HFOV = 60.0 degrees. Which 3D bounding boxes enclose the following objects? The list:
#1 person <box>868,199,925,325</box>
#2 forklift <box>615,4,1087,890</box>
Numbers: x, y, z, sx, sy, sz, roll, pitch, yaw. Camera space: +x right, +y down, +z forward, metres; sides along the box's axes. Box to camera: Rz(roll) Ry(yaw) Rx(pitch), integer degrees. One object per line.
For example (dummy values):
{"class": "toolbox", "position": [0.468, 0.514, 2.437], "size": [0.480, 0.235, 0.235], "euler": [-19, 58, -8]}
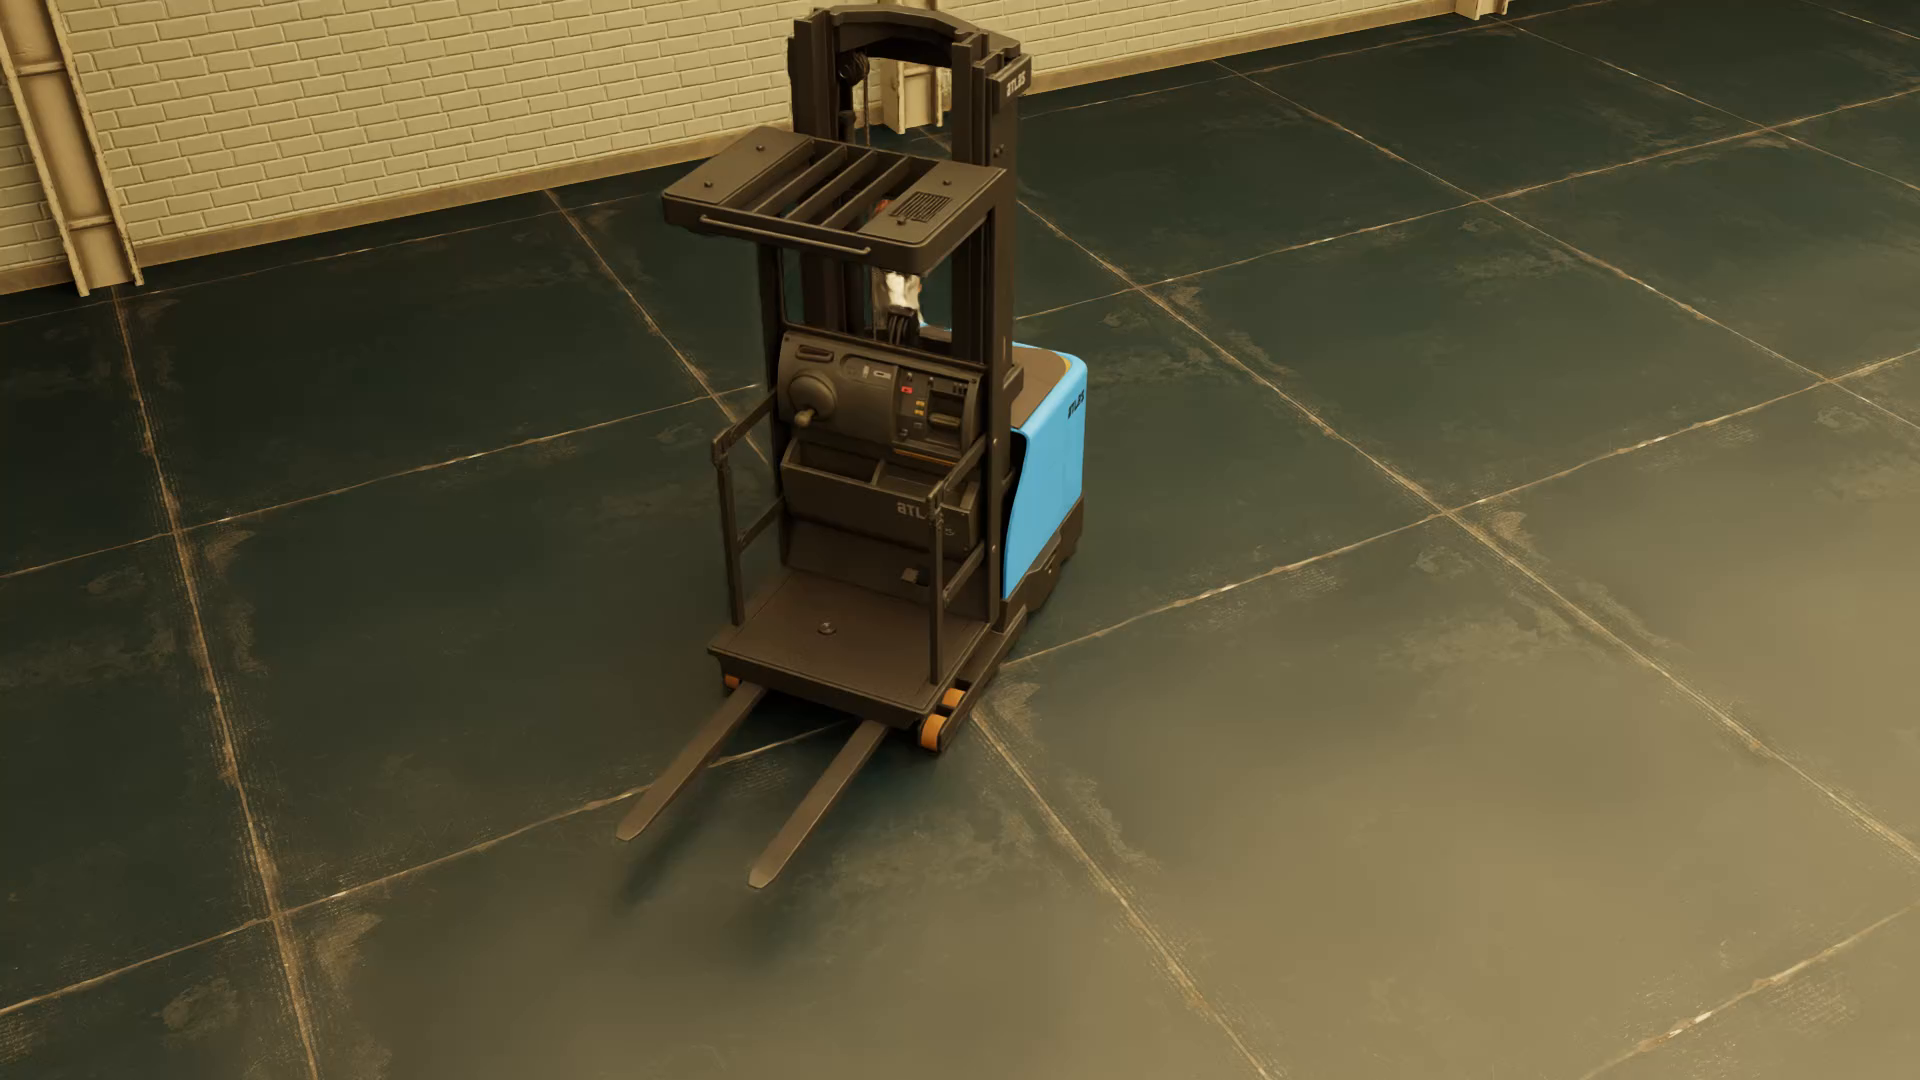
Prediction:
{"class": "person", "position": [-0.319, -1.205, 9.122], "size": [0.618, 1.473, 0.814], "euler": [-9, 36, -13]}
{"class": "forklift", "position": [-0.440, -0.550, 6.901], "size": [1.130, 2.935, 3.031], "euler": [15, 38, 20]}
